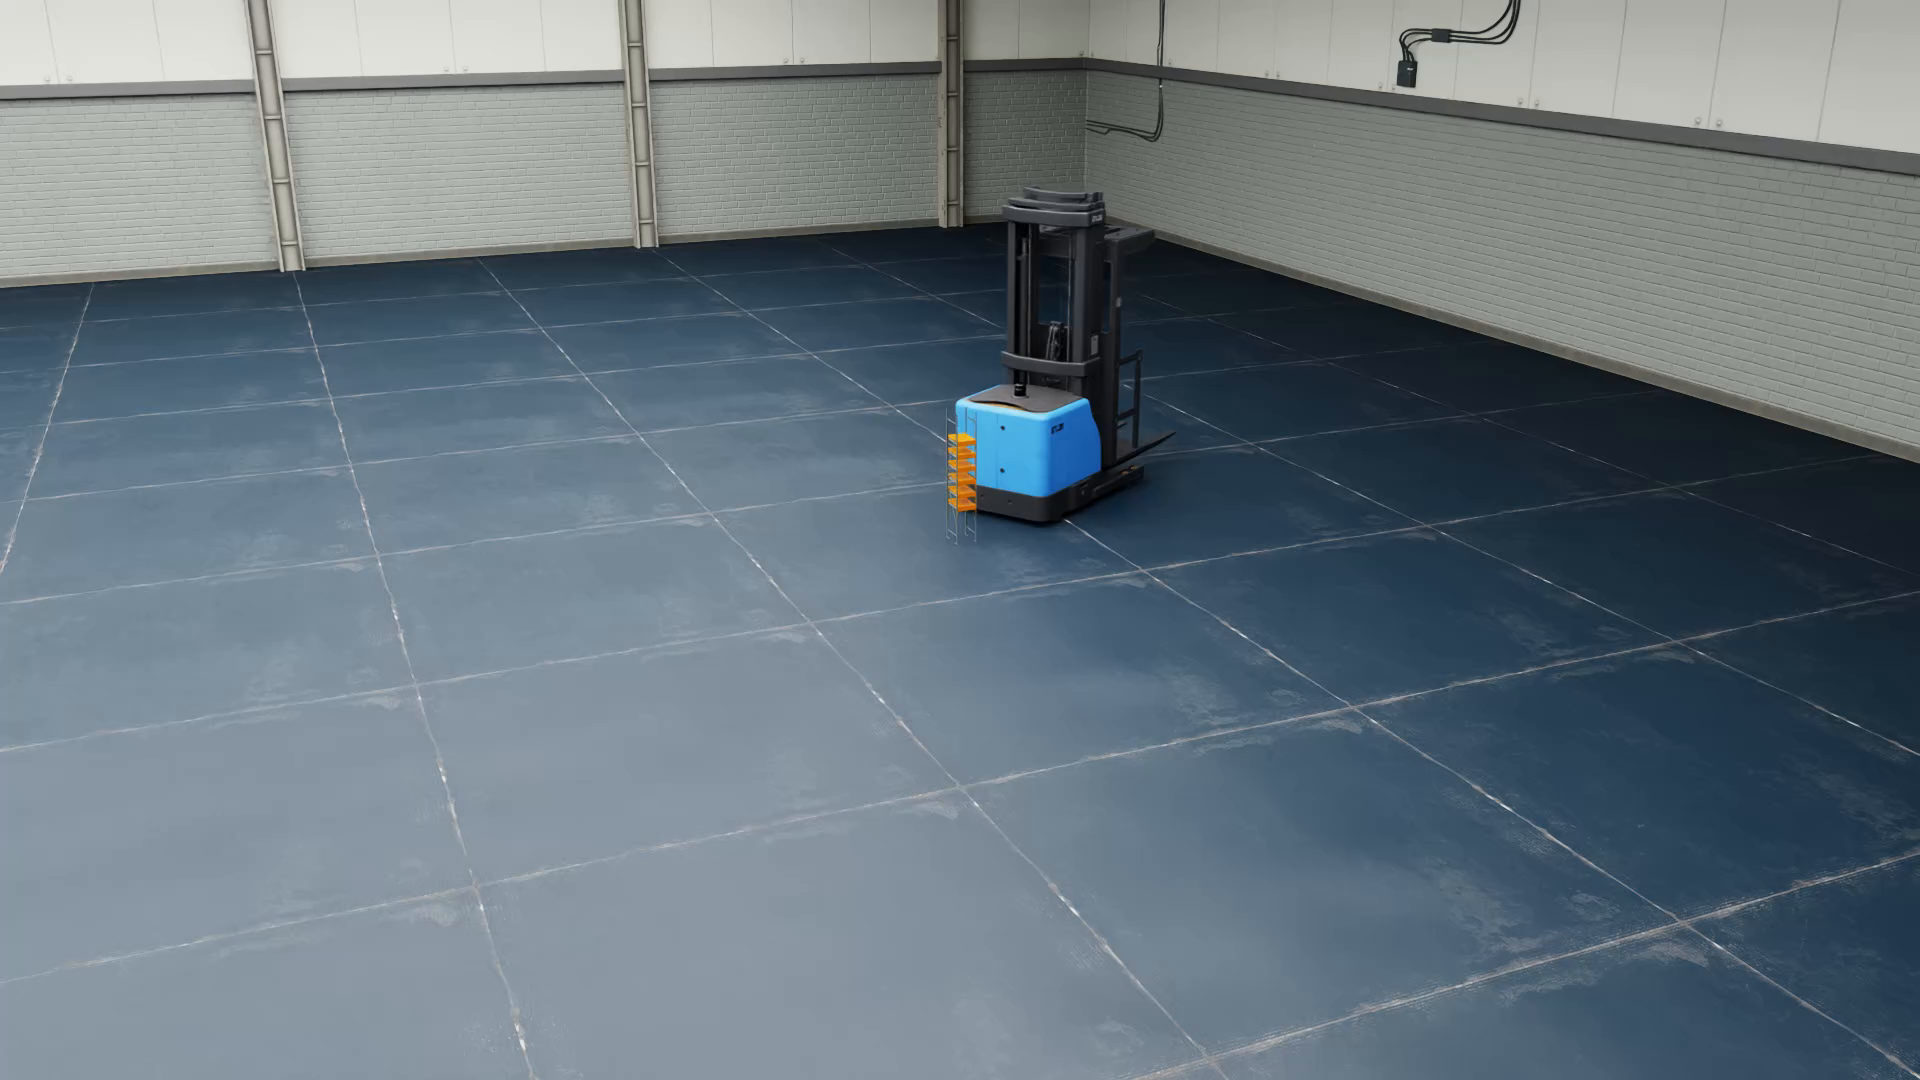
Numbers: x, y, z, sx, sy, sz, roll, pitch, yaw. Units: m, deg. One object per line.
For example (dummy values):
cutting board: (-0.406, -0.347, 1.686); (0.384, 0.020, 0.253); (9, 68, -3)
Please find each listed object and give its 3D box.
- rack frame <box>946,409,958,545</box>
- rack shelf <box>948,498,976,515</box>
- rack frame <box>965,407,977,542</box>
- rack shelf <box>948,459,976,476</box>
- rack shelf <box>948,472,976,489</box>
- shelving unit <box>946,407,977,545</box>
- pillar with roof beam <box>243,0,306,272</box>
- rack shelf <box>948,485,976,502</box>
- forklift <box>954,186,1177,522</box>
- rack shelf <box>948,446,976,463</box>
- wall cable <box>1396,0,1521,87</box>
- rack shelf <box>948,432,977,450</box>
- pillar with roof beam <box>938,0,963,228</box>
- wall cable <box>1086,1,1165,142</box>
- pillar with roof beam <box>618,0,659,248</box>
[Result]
rack frame: (-0.071, -0.556, 14.794); (0.006, 1.200, 0.240); (-8, 21, -22)
rack shelf: (0.013, -0.300, 14.923); (0.180, 0.103, 0.258); (-8, 21, -22)
rack frame: (0.097, -0.580, 14.862); (0.006, 1.200, 0.240); (-8, 21, -22)
rack shelf: (0.013, -0.639, 14.803); (0.180, 0.103, 0.258); (-8, 21, -22)
rack shelf: (0.013, -0.526, 14.843); (0.180, 0.103, 0.258); (-8, 21, -22)
shelving unit: (0.013, -0.568, 14.828); (0.189, 1.200, 0.258); (-8, 21, -22)
pillar with roof beam: (-9.492, -7.469, 22.684); (0.400, 9.000, 9.100); (-8, 21, -22)
rack shelf: (0.013, -0.413, 14.883); (0.180, 0.103, 0.258); (-8, 21, -22)
forklift: (1.184, -1.981, 16.234); (1.130, 2.935, 3.031); (13, 23, 32)
rack shelf: (0.013, -0.752, 14.763); (0.180, 0.103, 0.258); (-8, 21, -22)
wall cable: (6.796, -9.051, 22.058); (0.169, 6.003, 2.305); (-8, 21, -22)
rack shelf: (0.013, -0.866, 14.723); (0.180, 0.103, 0.258); (-8, 21, -22)
pillar with roof beam: (1.527, -9.047, 27.167); (0.400, 9.000, 9.100); (-8, 21, -22)
wall cable: (3.050, -8.880, 31.367); (0.112, 2.526, 3.097); (-8, 21, -22)
pillar with roof beam: (-3.983, -8.258, 24.926); (0.400, 9.000, 9.100); (-8, 21, -22)
